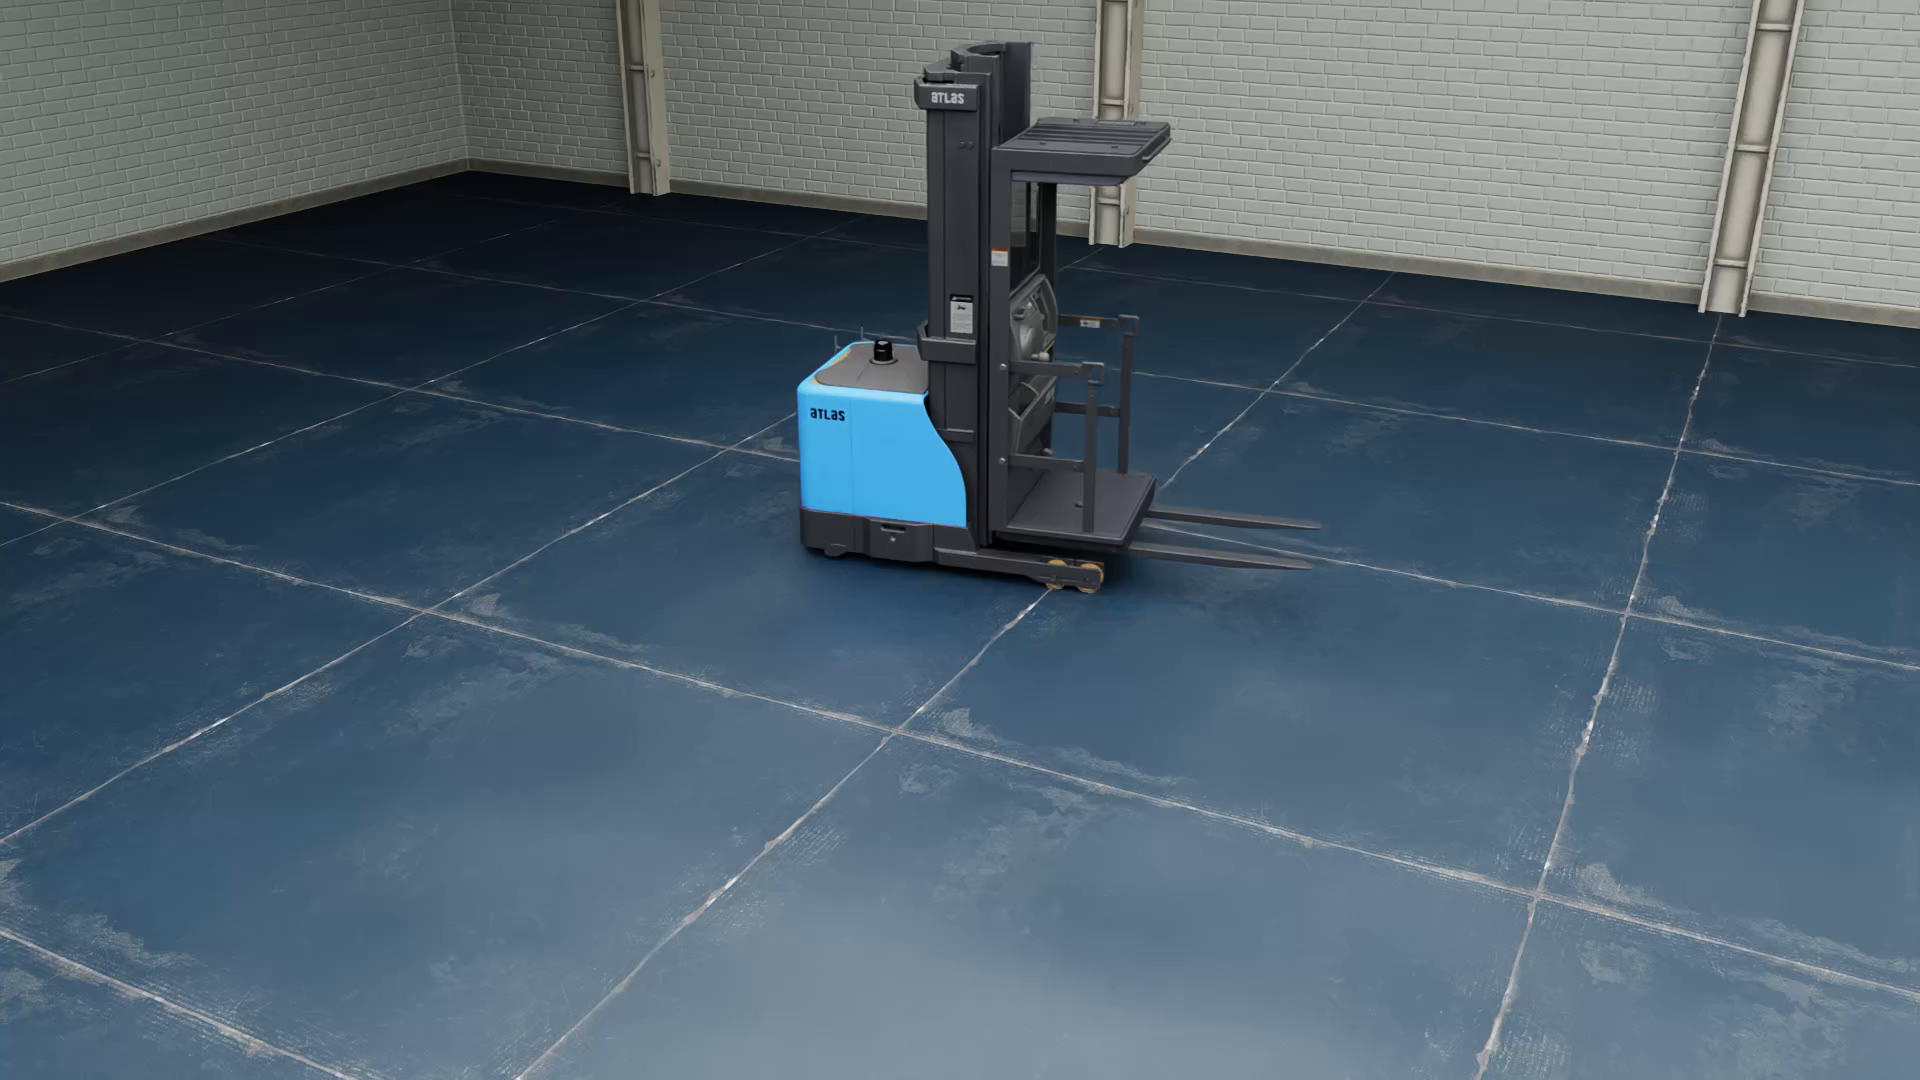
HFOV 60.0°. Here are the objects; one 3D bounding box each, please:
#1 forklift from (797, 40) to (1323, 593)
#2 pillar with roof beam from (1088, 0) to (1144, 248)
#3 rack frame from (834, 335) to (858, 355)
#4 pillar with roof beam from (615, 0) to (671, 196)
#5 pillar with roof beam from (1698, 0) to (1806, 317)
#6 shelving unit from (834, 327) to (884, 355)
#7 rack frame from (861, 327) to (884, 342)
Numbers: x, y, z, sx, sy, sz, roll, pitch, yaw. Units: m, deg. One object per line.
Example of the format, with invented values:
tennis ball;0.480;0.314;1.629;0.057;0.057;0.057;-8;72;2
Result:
forklift;0.612;-1.278;9.510;3.031;2.935;1.130;7;24;15
pillar with roof beam;-0.336;-5.793;12.373;0.400;9.000;9.100;11;25;25
rack frame;-0.725;-0.802;10.794;0.200;1.050;0.008;18;29;37
pillar with roof beam;-5.691;-6.852;14.865;0.400;9.000;9.100;11;25;25
pillar with roof beam;5.018;-4.734;9.882;0.400;9.000;9.100;11;25;25
shelving unit;-0.646;-0.838;10.880;0.215;1.050;0.252;18;29;37
rack frame;-0.567;-0.875;10.965;0.200;1.050;0.008;18;29;37
